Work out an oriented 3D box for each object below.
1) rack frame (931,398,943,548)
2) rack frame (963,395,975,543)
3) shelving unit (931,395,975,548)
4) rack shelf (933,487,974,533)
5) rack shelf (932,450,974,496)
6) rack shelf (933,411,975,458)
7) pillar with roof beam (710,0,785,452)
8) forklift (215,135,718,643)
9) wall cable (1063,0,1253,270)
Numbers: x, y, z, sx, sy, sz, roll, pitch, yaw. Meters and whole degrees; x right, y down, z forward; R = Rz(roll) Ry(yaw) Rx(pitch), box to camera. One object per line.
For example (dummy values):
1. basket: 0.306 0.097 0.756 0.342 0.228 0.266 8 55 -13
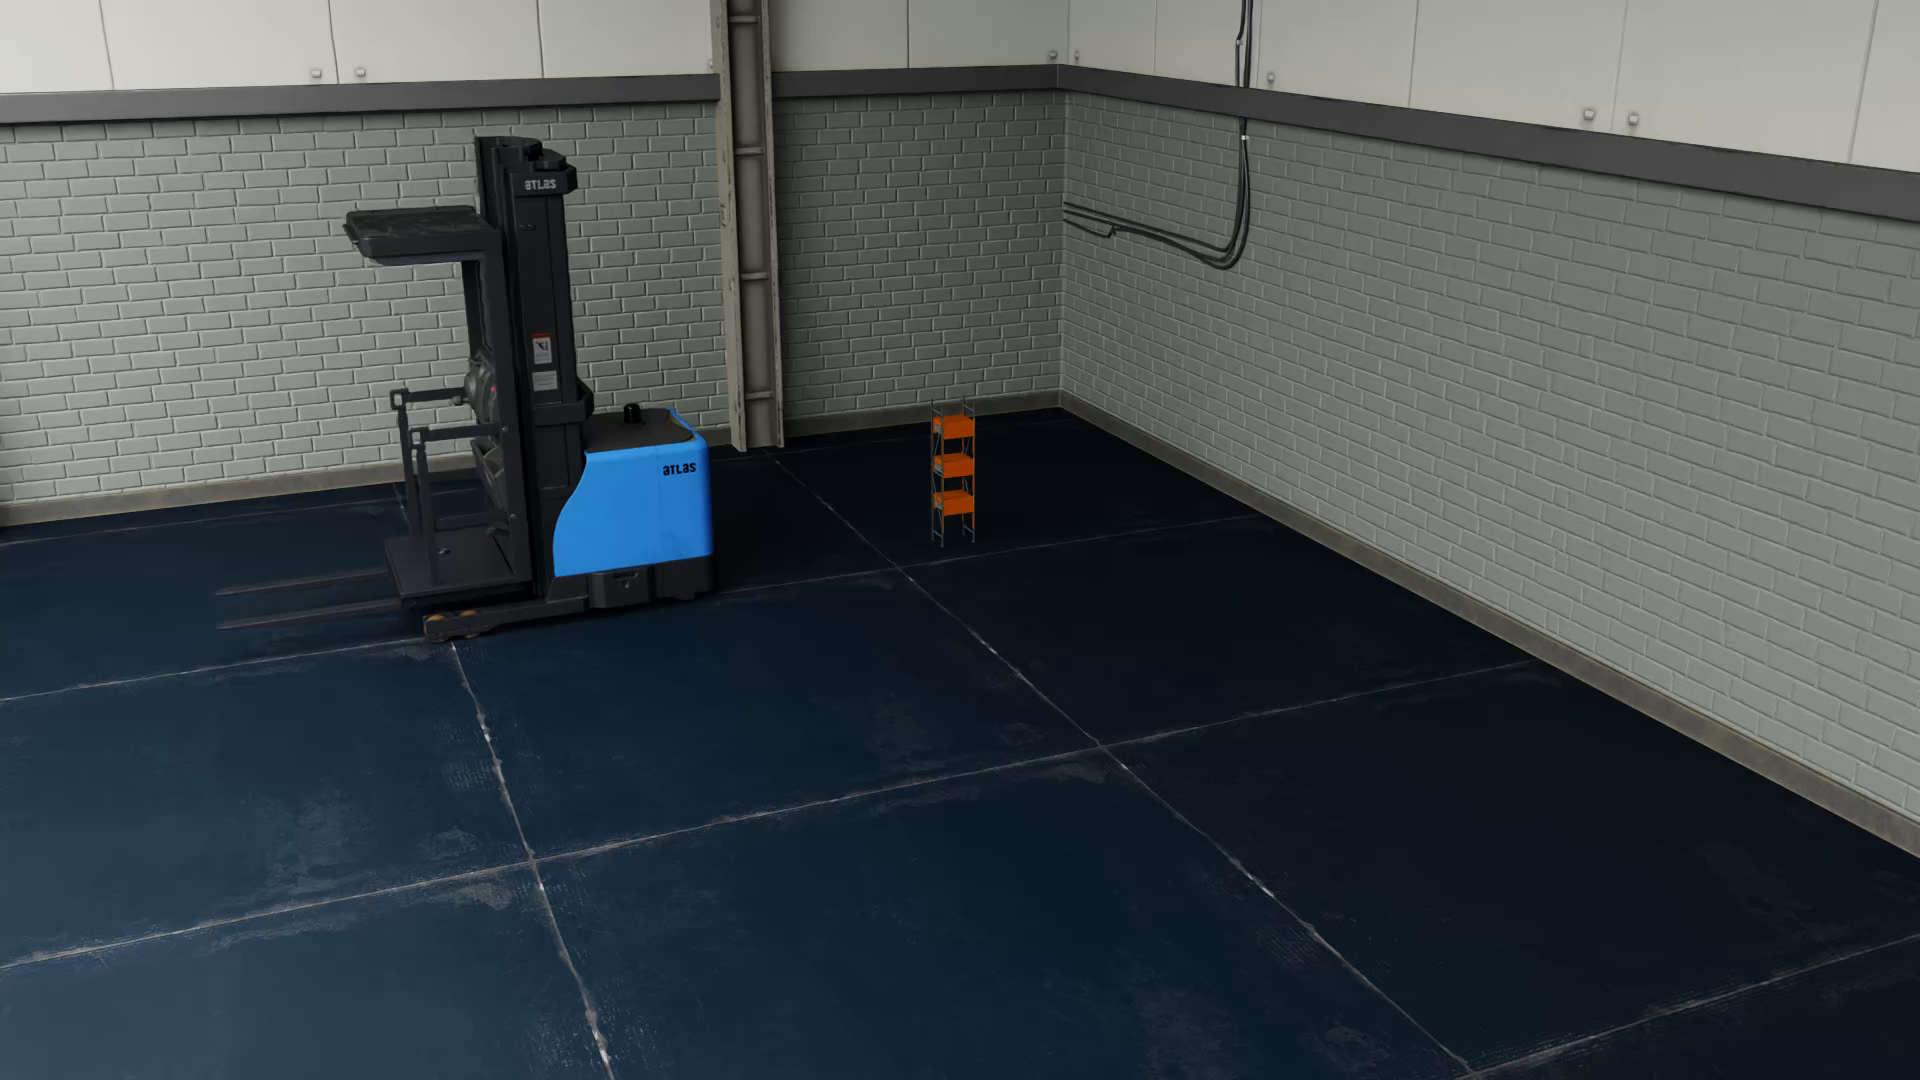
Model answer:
1. rack frame: -0.161 -0.472 11.782 0.008 1.050 0.200 -8 21 -22
2. rack frame: 0.063 -0.504 11.873 0.008 1.050 0.200 -8 21 -22
3. shelving unit: -0.049 -0.488 11.828 0.252 1.050 0.215 -8 21 -22
4. rack shelf: -0.049 -0.216 11.923 0.240 0.259 0.215 -8 21 -22
5. rack shelf: -0.049 -0.478 11.831 0.240 0.259 0.215 -8 21 -22
6. rack shelf: -0.049 -0.746 11.737 0.240 0.259 0.215 -8 21 -22
7. pillar with roof beam: -0.041 -3.753 9.132 0.400 9.000 9.100 -8 21 -22
8. forklift: -3.156 -0.950 10.308 3.031 2.935 1.130 -8 21 -22
9. wall cable: 1.483 -3.586 13.331 0.112 2.526 3.097 -8 21 -22
